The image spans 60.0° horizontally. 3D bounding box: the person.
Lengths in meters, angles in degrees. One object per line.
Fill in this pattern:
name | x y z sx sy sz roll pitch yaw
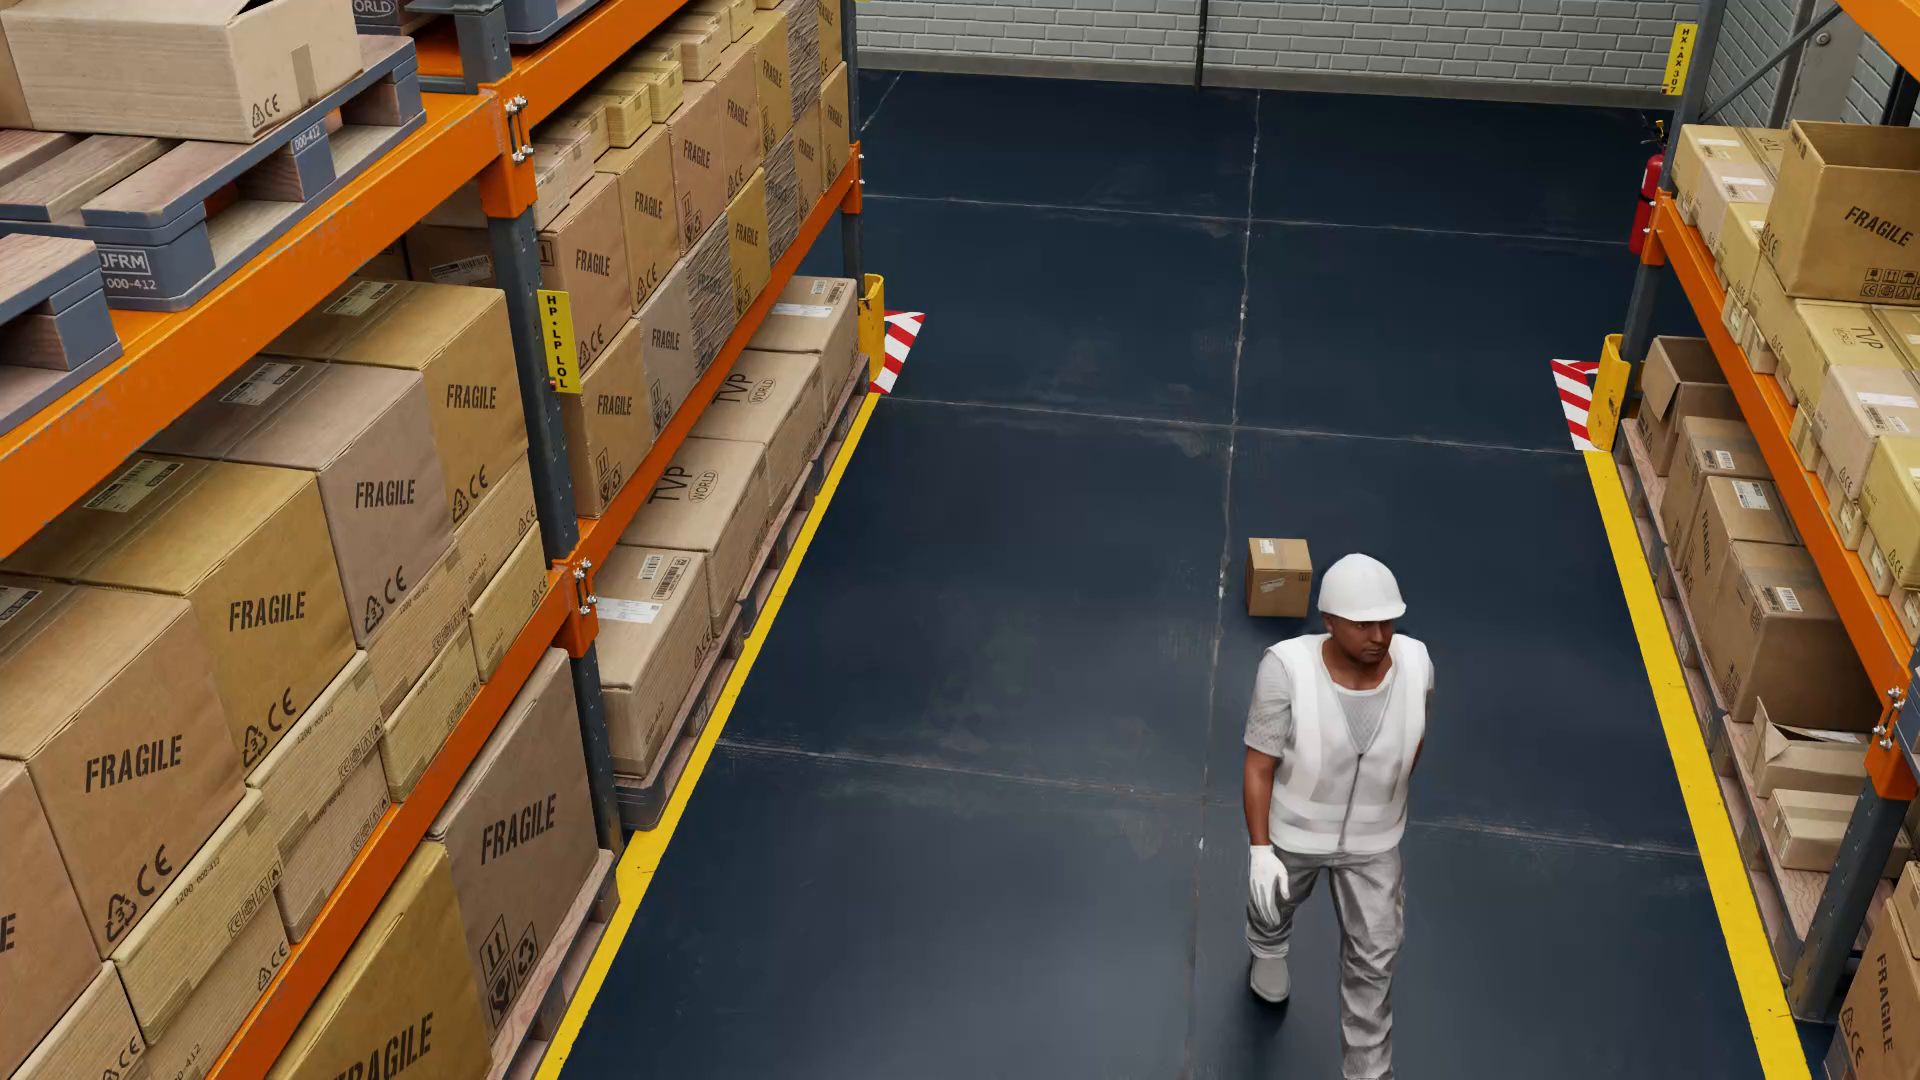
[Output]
person | 1.063 0.871 4.697 0.549 1.726 0.996 0 32 0
